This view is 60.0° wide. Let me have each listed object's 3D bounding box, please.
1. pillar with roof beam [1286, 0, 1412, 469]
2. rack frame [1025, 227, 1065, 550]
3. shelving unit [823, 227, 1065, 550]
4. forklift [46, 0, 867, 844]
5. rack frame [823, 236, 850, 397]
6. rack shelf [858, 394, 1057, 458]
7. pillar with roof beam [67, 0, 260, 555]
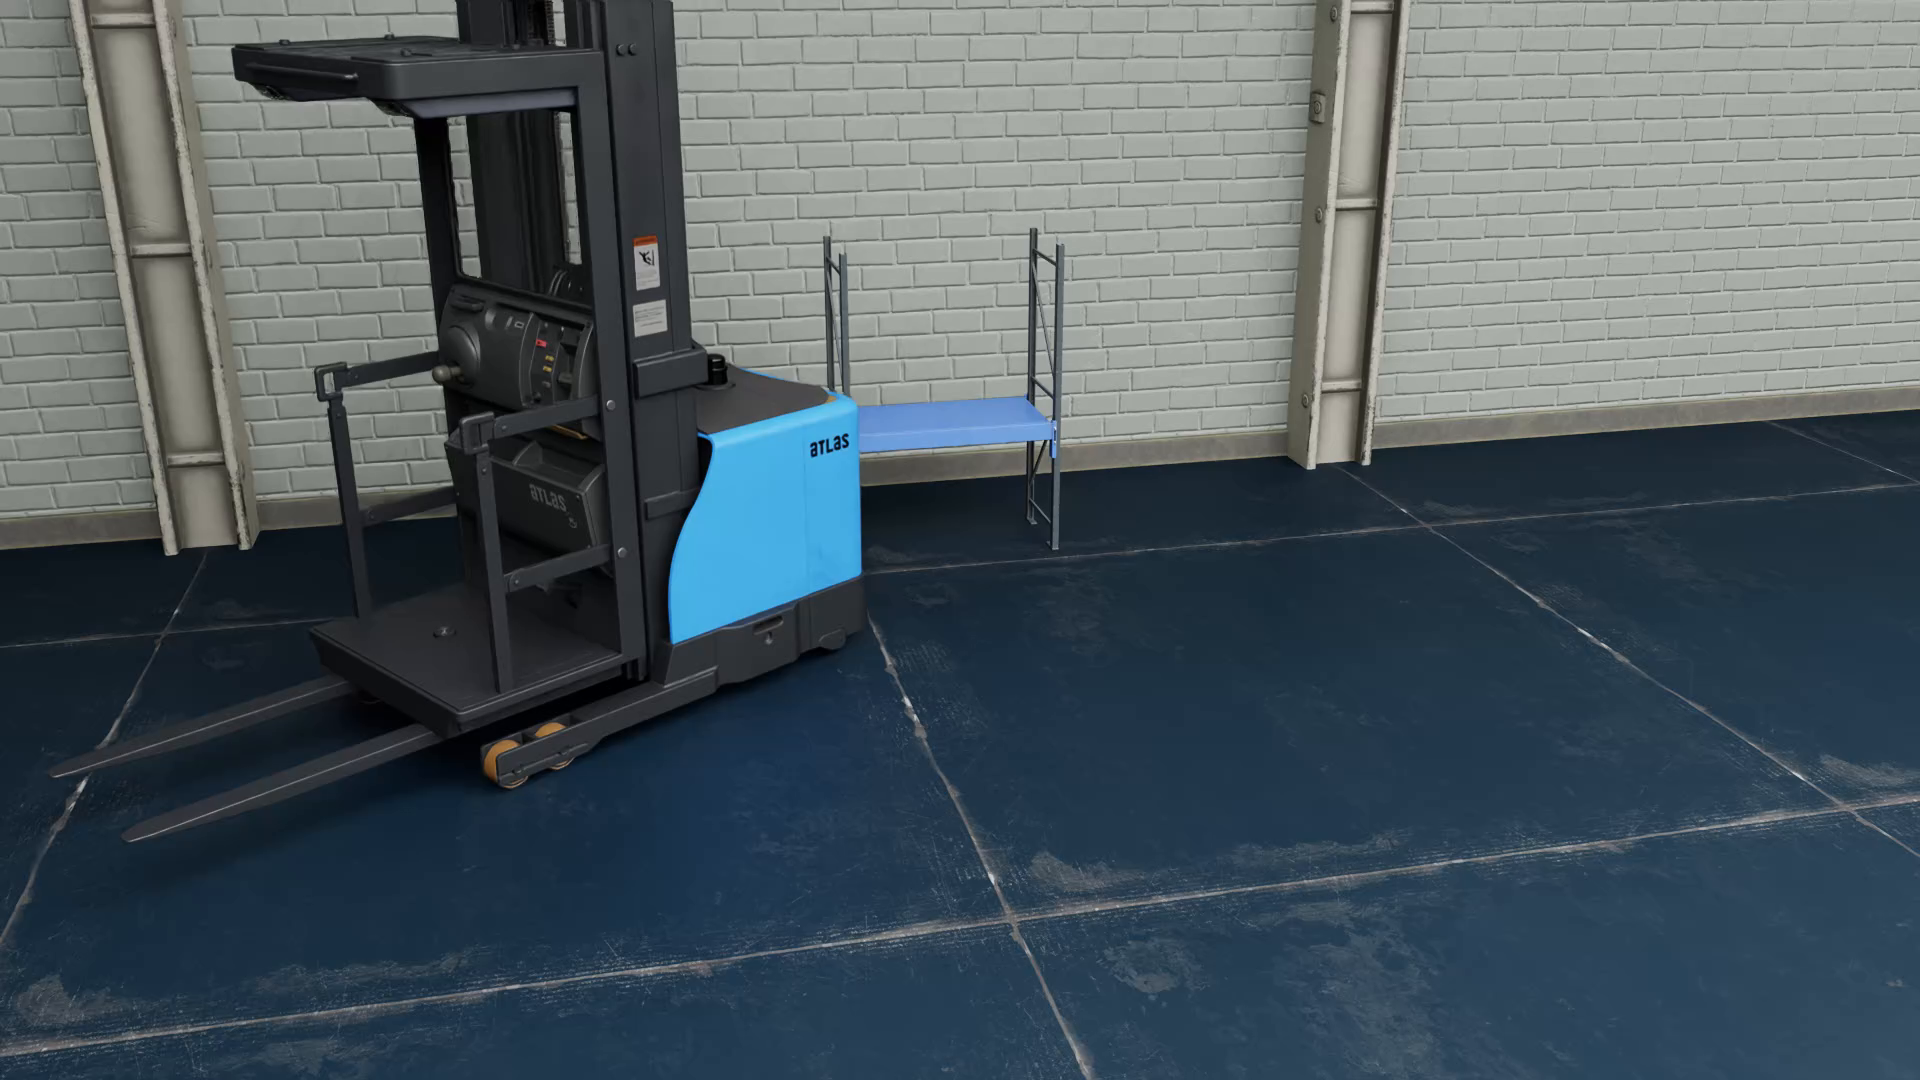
[{"bbox_3d":[3.108,-3.251,4.107,0.400,9.000,9.100,-5,21,-12],"label":"pillar with roof beam"},{"bbox_3d":[0.412,-0.738,8.148,0.032,1.500,0.500,-5,21,-12],"label":"rack frame"},{"bbox_3d":[-0.083,-0.697,8.038,1.048,1.500,0.538,-5,21,-12],"label":"shelving unit"},{"bbox_3d":[-1.774,-0.693,5.945,1.130,2.935,3.031,18,27,40],"label":"forklift"},{"bbox_3d":[-0.578,-0.657,7.928,0.032,1.500,0.500,-5,21,-12],"label":"rack frame"},{"bbox_3d":[-0.083,-0.529,8.100,1.000,0.185,0.538,-5,21,-12],"label":"rack shelf"},{"bbox_3d":[-2.731,-2.776,2.810,0.400,9.000,9.100,-5,21,-12],"label":"pillar with roof beam"}]
